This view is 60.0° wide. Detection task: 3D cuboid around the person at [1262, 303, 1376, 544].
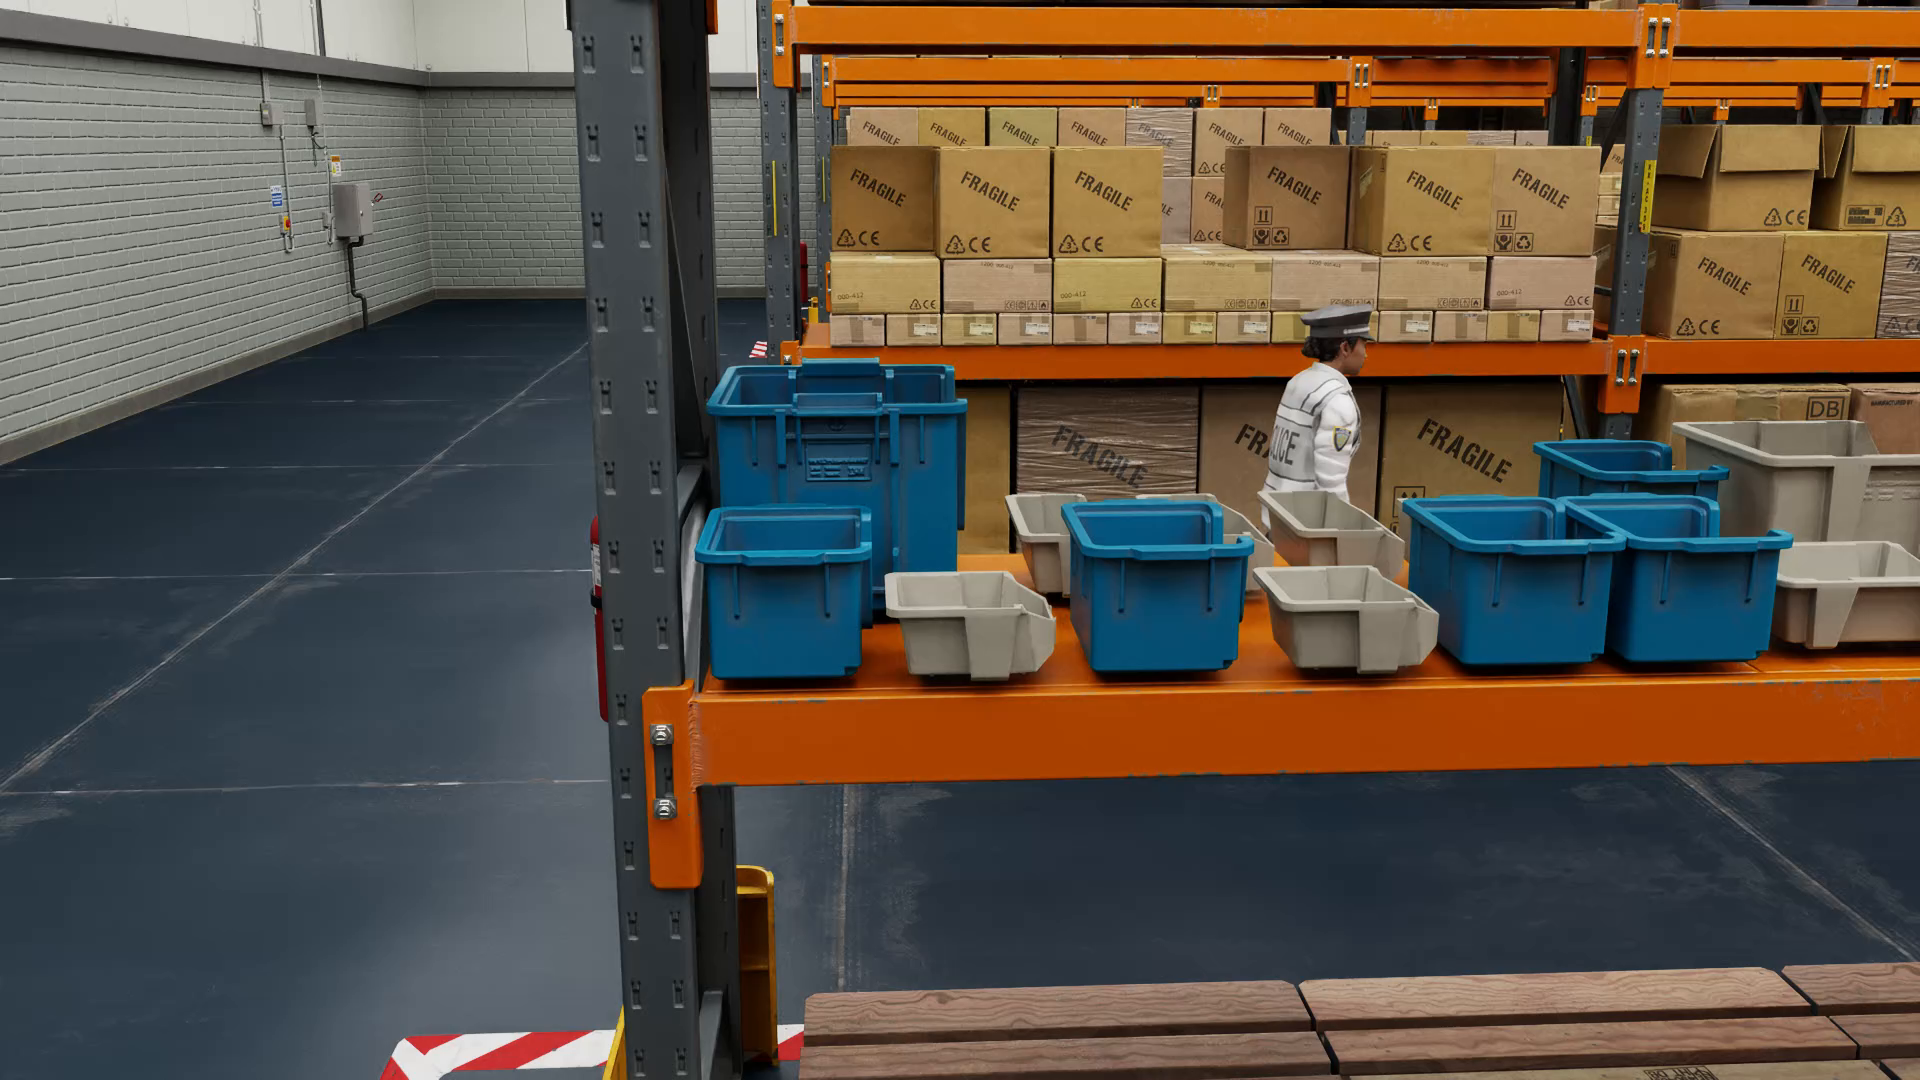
[{"bbox_3d":[1.302,-0.024,6.080,0.371,1.666,0.547,-2,14,-7],"label":"person"}]
